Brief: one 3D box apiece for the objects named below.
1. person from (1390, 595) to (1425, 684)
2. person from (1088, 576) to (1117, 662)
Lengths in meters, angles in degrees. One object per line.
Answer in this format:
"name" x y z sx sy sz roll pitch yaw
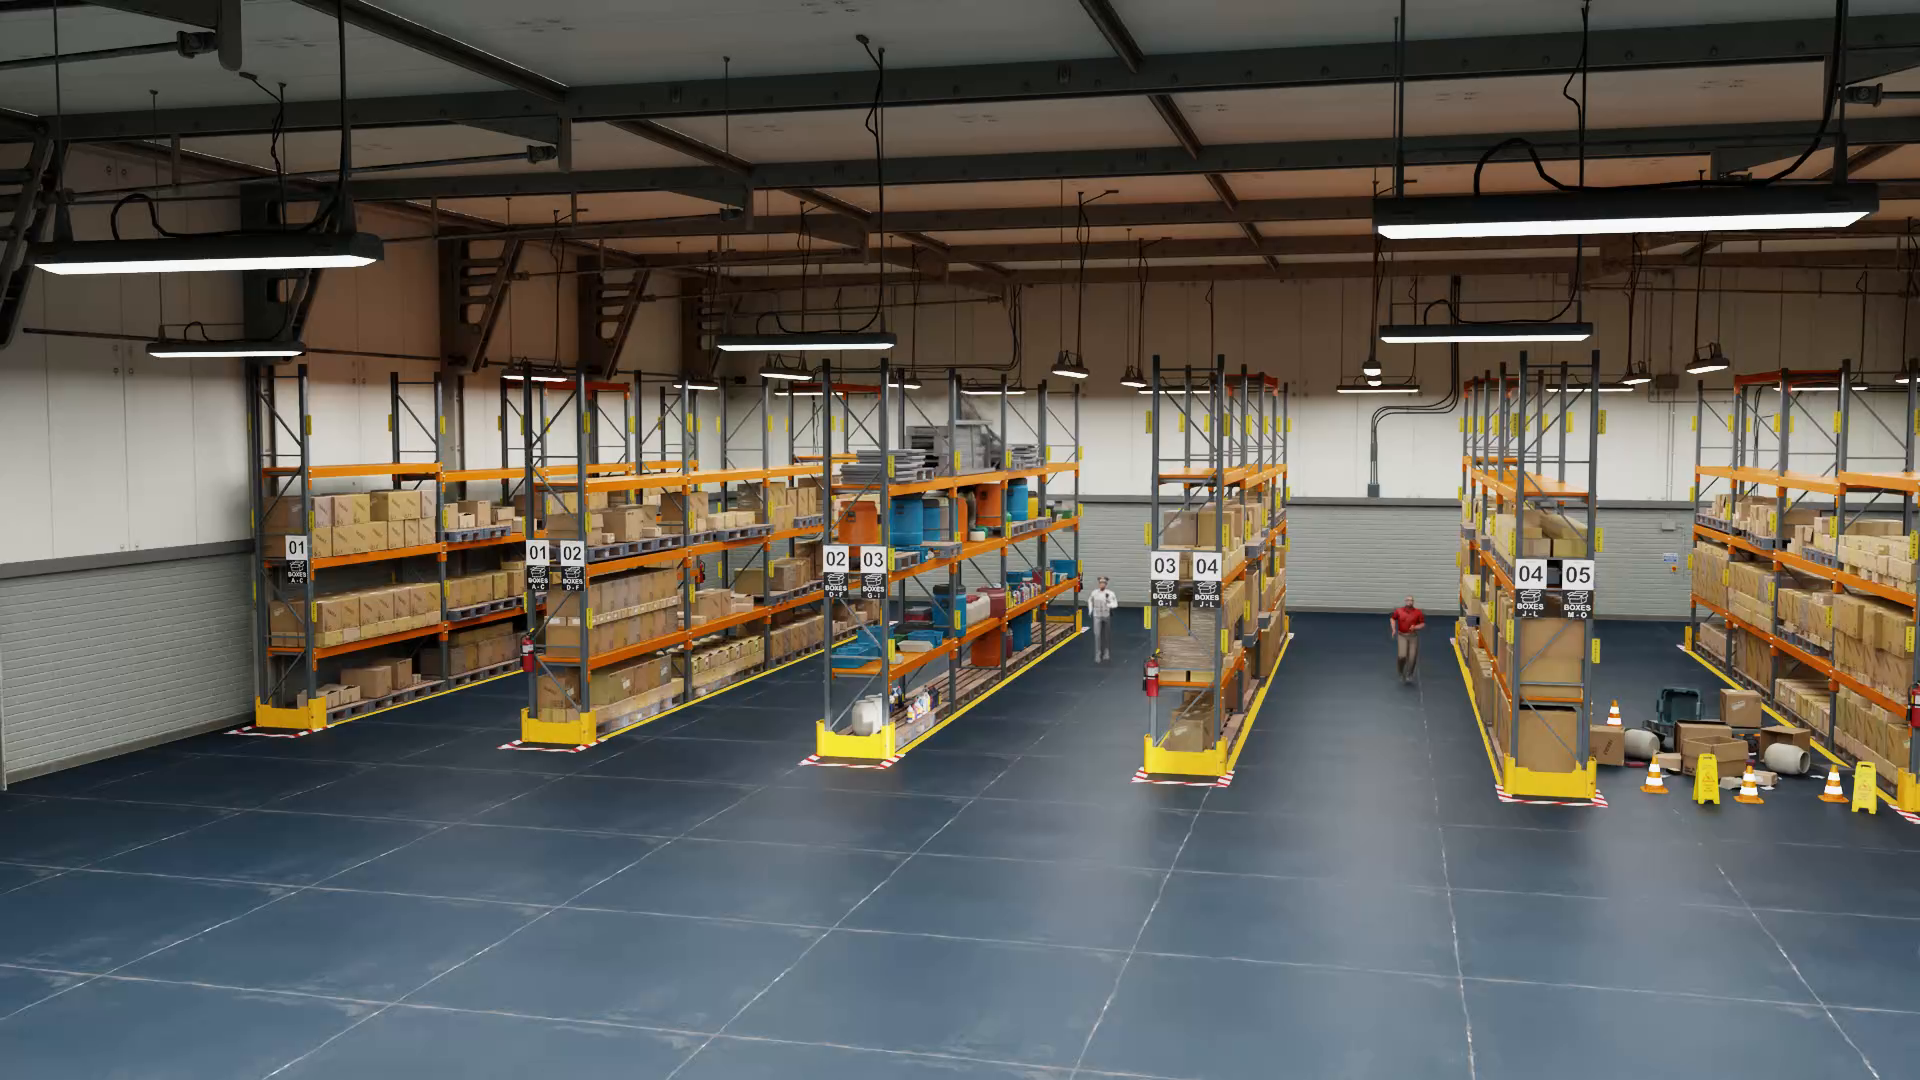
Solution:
"person" 8.661 1.934 32.155 0.645 1.719 0.669 1 4 12
"person" 2.858 1.577 33.394 0.607 1.723 0.886 1 4 9
